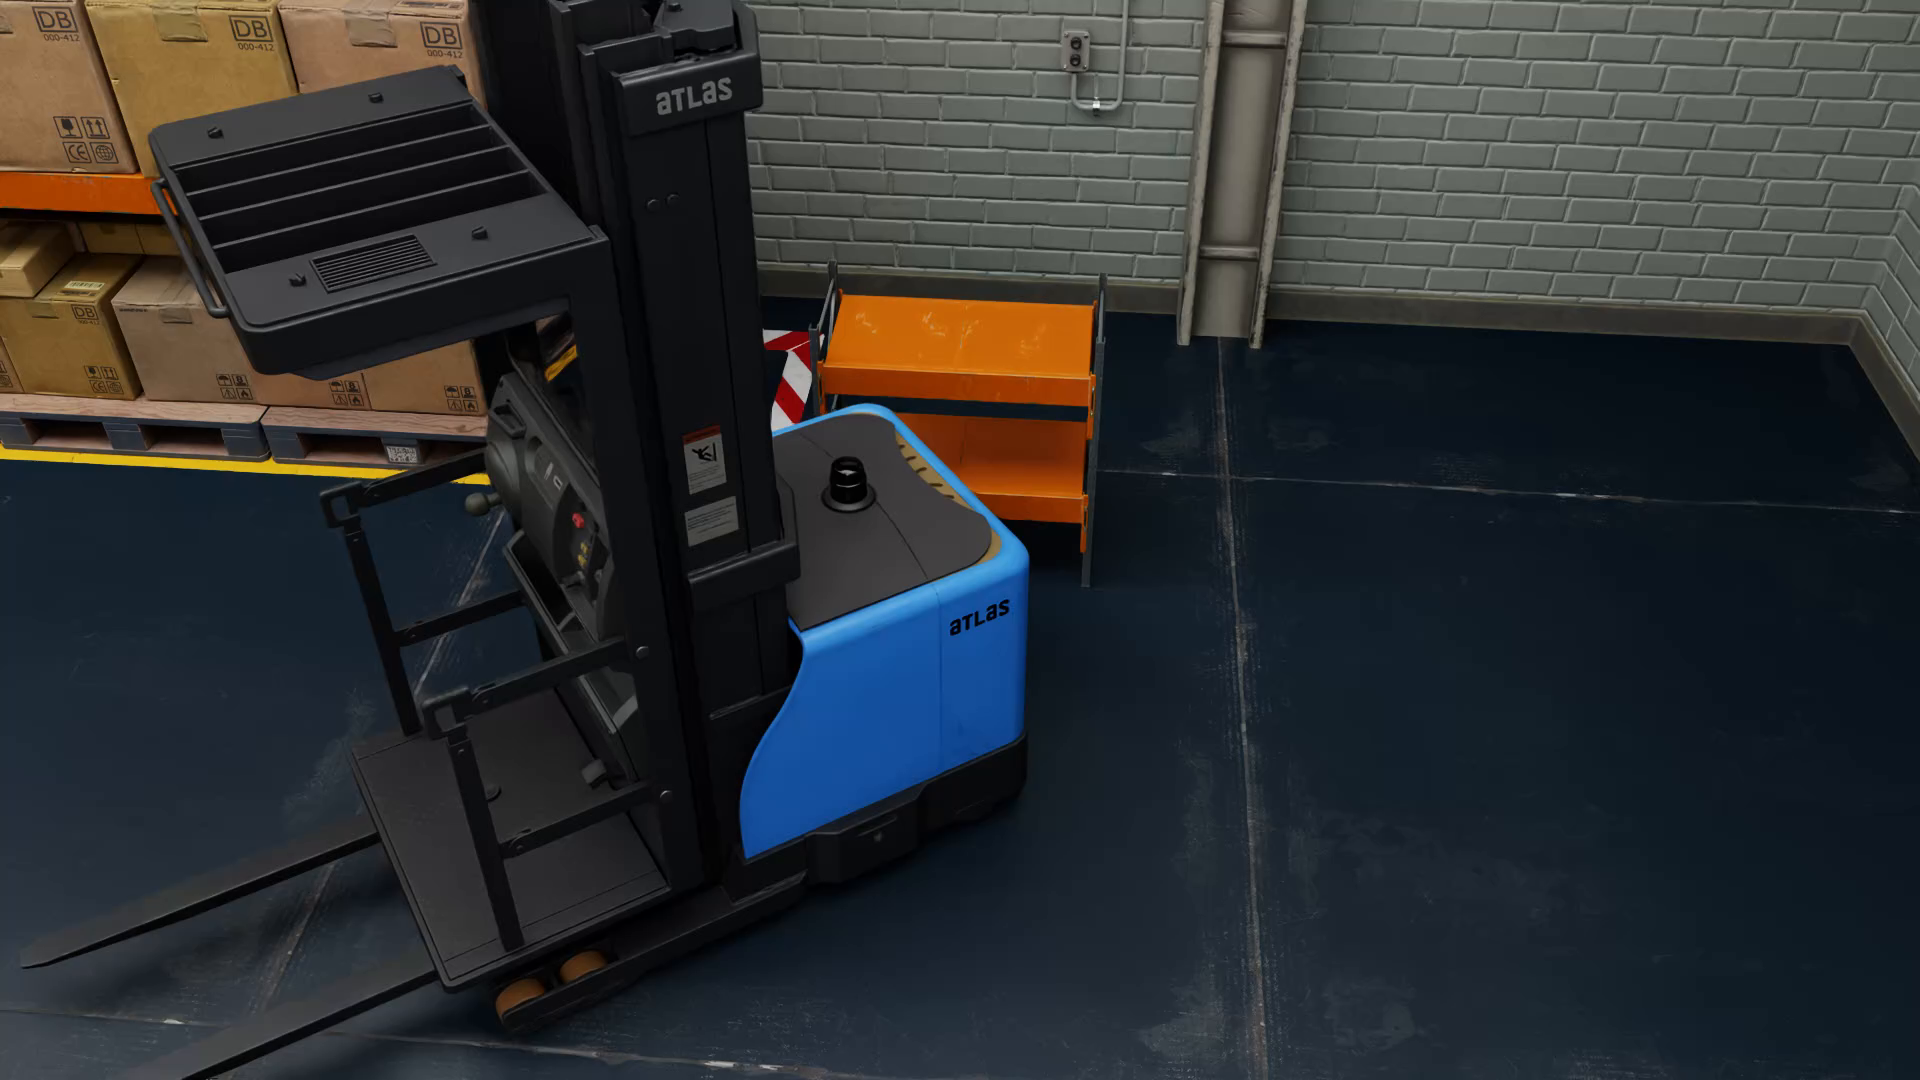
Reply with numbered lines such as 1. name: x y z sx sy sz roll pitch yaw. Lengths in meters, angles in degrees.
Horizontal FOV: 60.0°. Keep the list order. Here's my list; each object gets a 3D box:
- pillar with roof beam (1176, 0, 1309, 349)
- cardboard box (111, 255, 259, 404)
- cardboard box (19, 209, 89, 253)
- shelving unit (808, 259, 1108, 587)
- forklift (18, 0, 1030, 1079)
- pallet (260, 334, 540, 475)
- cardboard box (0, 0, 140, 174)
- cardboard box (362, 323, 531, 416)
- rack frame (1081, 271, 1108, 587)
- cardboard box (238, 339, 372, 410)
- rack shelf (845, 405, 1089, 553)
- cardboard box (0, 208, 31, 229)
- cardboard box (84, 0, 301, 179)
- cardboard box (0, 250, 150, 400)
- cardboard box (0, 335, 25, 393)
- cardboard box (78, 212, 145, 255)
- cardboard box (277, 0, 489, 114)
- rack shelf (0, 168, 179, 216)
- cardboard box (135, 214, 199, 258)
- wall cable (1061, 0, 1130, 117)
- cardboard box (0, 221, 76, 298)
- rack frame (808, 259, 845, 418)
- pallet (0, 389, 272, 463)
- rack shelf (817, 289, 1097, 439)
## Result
1. pillar with roof beam: 0.871 -1.796 1.828 0.400 9.000 9.100 3 39 4
2. cardboard box: -3.228 -1.002 7.253 0.500 0.500 0.700 2 39 2
3. cardboard box: -3.859 -1.414 7.245 0.250 0.149 0.380 4 39 4
4. shelving unit: 0.007 -0.436 6.394 1.048 1.125 0.538 3 39 4
5. forklift: -1.303 -0.053 4.494 3.031 2.935 1.130 -21 43 -23
6. pallet: -2.325 -0.692 7.433 1.213 0.211 1.003 3 39 4
7. cardboard box: -3.516 -1.997 6.590 0.700 0.700 0.980 1 39 2
8. cardboard box: -2.228 -0.948 7.186 0.500 0.500 0.700 3 39 4
9. rack frame: 0.513 -0.408 6.360 0.032 1.125 0.500 3 39 4
10. cardboard box: -2.727 -0.975 7.220 0.500 0.500 0.700 3 39 4
11. rack shelf: 0.007 -0.246 6.549 1.000 0.278 0.538 3 39 4
12. cardboard box: -4.111 -1.428 7.262 0.250 0.149 0.380 2 39 2
13. cardboard box: -2.757 -1.950 6.532 0.700 0.700 0.980 3 39 3
14. cardboard box: -3.760 -1.027 7.283 0.500 0.500 0.700 4 39 5
15. cardboard box: -4.271 -1.056 7.319 0.500 0.500 0.700 3 39 3
16. cardboard box: -3.602 -1.401 7.228 0.250 0.149 0.380 2 39 3
17. cardboard box: -2.031 -1.917 6.492 0.700 0.700 0.980 5 39 6
18. rack shelf: -3.515 -1.609 6.921 4.000 0.370 1.077 3 39 4
19. cardboard box: -3.349 -1.387 7.211 0.250 0.149 0.380 4 39 4
20. wall cable: -0.165 -2.699 6.885 1.851 1.984 0.084 3 39 4
21. cardboard box: -3.925 -1.175 6.951 0.250 0.149 0.380 2 39 3
22. rack frame: -0.500 -0.464 6.428 0.032 1.125 0.500 3 39 4
23. pallet: -3.537 -0.760 7.517 1.213 0.211 1.003 3 39 4
24. rack shelf: 0.007 -0.663 6.210 1.000 0.278 0.538 3 39 4
